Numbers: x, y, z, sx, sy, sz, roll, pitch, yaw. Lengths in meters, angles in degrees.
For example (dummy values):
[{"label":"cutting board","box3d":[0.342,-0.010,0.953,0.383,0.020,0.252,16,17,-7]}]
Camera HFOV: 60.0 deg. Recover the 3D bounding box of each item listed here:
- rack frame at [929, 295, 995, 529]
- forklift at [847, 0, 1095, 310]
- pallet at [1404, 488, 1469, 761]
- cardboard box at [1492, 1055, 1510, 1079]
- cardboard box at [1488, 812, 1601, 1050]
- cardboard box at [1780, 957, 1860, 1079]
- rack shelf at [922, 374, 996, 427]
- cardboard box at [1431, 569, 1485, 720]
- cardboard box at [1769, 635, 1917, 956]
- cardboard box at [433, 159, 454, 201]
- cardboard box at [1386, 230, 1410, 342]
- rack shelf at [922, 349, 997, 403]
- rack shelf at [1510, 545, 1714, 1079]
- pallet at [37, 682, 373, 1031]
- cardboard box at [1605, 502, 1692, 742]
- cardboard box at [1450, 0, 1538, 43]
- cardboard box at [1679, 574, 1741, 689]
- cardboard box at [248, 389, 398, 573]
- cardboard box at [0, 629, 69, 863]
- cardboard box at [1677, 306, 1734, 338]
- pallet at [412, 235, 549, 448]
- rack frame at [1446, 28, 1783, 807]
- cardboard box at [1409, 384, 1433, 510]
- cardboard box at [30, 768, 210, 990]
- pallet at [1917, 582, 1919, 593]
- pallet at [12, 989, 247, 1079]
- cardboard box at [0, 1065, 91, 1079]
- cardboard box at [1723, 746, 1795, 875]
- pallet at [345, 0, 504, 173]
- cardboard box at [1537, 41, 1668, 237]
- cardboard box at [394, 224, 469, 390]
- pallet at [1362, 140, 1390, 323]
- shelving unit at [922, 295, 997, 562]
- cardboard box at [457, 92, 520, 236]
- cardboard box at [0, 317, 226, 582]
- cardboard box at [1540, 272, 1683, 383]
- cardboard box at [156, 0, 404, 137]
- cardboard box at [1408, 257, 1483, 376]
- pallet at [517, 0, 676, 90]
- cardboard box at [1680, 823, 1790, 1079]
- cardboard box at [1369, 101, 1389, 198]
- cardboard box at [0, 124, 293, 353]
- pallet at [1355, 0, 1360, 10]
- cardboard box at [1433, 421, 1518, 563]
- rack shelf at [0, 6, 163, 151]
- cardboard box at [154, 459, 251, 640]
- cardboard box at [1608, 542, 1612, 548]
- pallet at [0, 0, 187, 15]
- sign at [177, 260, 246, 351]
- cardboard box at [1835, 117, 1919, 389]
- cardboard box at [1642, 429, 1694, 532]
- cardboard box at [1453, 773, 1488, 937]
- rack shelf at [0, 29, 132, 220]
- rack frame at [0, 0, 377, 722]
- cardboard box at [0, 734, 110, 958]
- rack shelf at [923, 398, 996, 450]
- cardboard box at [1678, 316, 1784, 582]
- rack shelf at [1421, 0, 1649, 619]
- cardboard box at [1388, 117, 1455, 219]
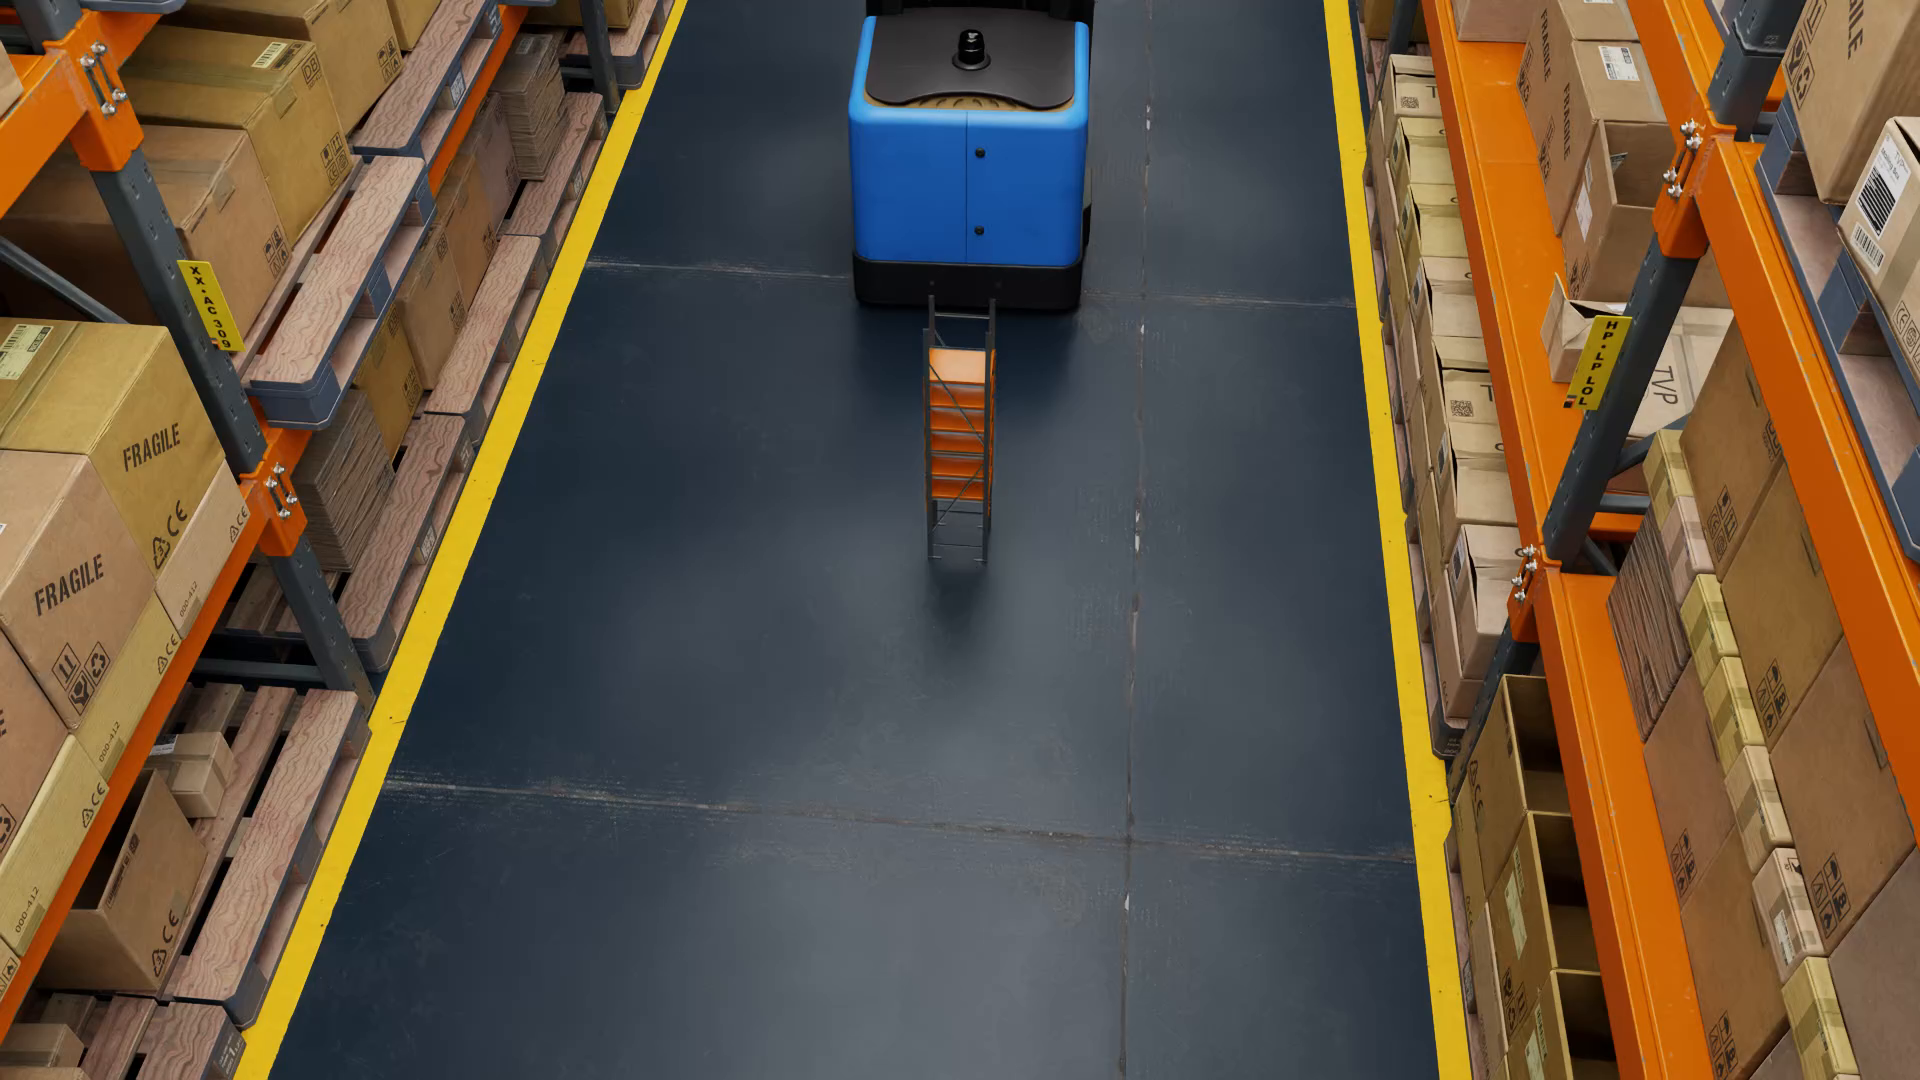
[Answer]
[{"label":"rack frame","box3d":[0.007,-0.462,6.385,0.240,1.200,0.006,4,48,4]},{"label":"forklift","box3d":[0.109,-3.132,7.654,1.130,2.935,3.031,2,48,2]},{"label":"pallet","box3d":[2.273,0.320,6.340,1.003,0.211,1.213,4,48,4]},{"label":"cardboard box","box3d":[1.799,1.764,4.709,0.500,0.250,0.500,4,48,4]},{"label":"cardboard box","box3d":[1.853,1.144,4.768,0.500,0.500,0.500,4,48,4]},{"label":"cardboard box","box3d":[1.890,0.993,3.327,0.380,0.149,0.250,4,48,3]},{"label":"rack shelf","box3d":[-0.001,-0.526,6.179,0.258,0.103,0.180,4,48,4]},{"label":"cardboard box","box3d":[1.994,0.385,5.970,0.500,0.250,0.500,3,48,3]},{"label":"cardboard box","box3d":[2.120,0.517,3.323,0.700,0.500,0.500,4,48,4]},{"label":"cardboard box","box3d":[-2.494,-1.579,7.075,0.500,0.250,0.500,4,48,3]},{"label":"cardboard box","box3d":[2.183,-1.113,7.340,0.500,0.250,0.500,3,48,2]},{"label":"rack shelf","box3d":[-0.001,-0.607,6.091,0.258,0.103,0.180,4,48,4]},{"label":"rack shelf","box3d":[2.063,1.635,3.735,1.077,0.370,4.000,4,48,4]},{"label":"pallet","box3d":[-2.714,1.030,5.691,1.003,0.211,1.213,4,48,4]},{"label":"cardboard box","box3d":[2.211,0.216,4.478,0.700,0.500,0.500,3,48,3]},{"label":"cardboard box","box3d":[2.335,-2.342,6.946,0.500,0.311,0.500,3,48,3]},{"label":"cardboard box","box3d":[1.983,0.229,4.026,0.380,0.149,0.250,3,48,3]},{"label":"cardboard box","box3d":[-2.638,-0.254,6.372,0.700,0.500,0.500,5,48,5]},{"label":"cardboard box","box3d":[-2.520,0.488,3.877,0.500,0.500,0.500,3,48,2]},{"label":"cardboard box","box3d":[2.529,-0.630,5.489,0.380,0.149,0.250,4,48,4]},{"label":"pallet","box3d":[-2.510,-0.937,7.490,1.003,0.211,1.213,4,48,4]},{"label":"rack frame","box3d":[2.245,-0.077,4.814,1.000,3.000,0.127,4,48,4]},{"label":"cardboard box","box3d":[2.088,-0.362,6.653,0.500,0.250,0.500,5,48,4]},{"label":"cardboard box","box3d":[-2.743,1.053,5.176,0.500,0.500,0.500,1,48,1]},{"label":"pallet","box3d":[2.079,0.463,2.347,1.003,0.211,1.213,4,48,4]},{"label":"pallet","box3d":[-2.823,1.929,4.869,1.003,0.211,1.213,4,48,4]},{"label":"cardboard box","box3d":[-2.732,1.770,4.520,0.700,0.500,0.500,1,48,1]},{"label":"cardboard box","box3d":[1.936,0.606,3.682,0.380,0.149,0.250,2,48,2]},{"label":"pallet","box3d":[-2.463,-1.825,6.542,1.003,0.211,1.213,4,48,4]},{"label":"cardboard box","box3d":[2.425,-1.429,5.983,0.500,0.500,0.500,4,48,4]},{"label":"cardboard box","box3d":[-2.554,-1.010,7.062,0.700,0.500,0.500,4,48,4]},{"label":"pallet","box3d":[2.496,-1.473,7.980,1.003,0.211,1.213,4,48,4]},{"label":"shelving unit","box3d":[-0.001,-0.394,6.323,0.258,1.200,0.189,4,48,4]},{"label":"cardboard box","box3d":[-2.500,-1.748,7.738,0.700,0.500,0.500,4,48,3]},{"label":"cardboard box","box3d":[-2.424,-0.248,4.550,0.500,0.500,0.500,4,48,3]},{"label":"cardboard box","box3d":[2.142,-0.690,5.465,0.396,0.266,0.258,3,48,3]},{"label":"cardboard box","box3d":[-2.521,-1.857,6.076,0.700,0.500,0.500,10,48,9]},{"label":"cardboard box","box3d":[2.135,-0.915,6.779,0.500,0.311,0.500,3,48,3]},{"label":"pallet","box3d":[-2.177,-2.980,9.358,1.003,0.211,1.213,4,48,4]},{"label":"cardboard box","box3d":[2.120,0.972,3.786,0.700,0.500,0.500,5,48,4]},{"label":"cardboard box","box3d":[2.269,-1.865,8.028,0.500,0.250,0.500,4,48,3]},{"label":"cardboard box","box3d":[-2.608,-0.961,5.256,0.700,0.500,0.500,4,48,4]},{"label":"pallet","box3d":[2.829,-3.515,9.848,1.003,0.211,1.213,4,48,4]},{"label":"cardboard box","box3d":[2.038,-0.180,6.106,0.500,0.311,0.500,5,48,5]},{"label":"rack shelf","box3d":[-2.506,-2.647,5.619,1.077,0.370,4.000,4,48,4]},{"label":"cardboard box","box3d":[-2.430,0.005,4.827,0.500,0.250,0.500,4,48,4]},{"label":"cardboard box","box3d":[2.582,-0.134,6.065,0.500,0.311,0.500,3,48,3]},{"label":"pallet","box3d":[-2.526,-1.803,4.487,1.213,0.211,1.003,4,48,4]},{"label":"sign","box3d":[-2.147,-0.669,4.768,0.100,0.325,0.005,4,48,4]},{"label":"cardboard box","box3d":[1.887,-0.499,2.848,0.500,0.311,0.500,2,48,1]},{"label":"cardboard box","box3d":[2.028,-0.145,4.369,0.380,0.149,0.250,4,48,3]},{"label":"cardboard box","box3d":[1.901,1.030,5.380,0.500,0.250,0.500,4,48,4]},{"label":"rack shelf","box3d":[-2.871,0.293,2.930,1.077,0.370,4.000,4,48,4]},{"label":"rack frame","box3d":[-2.688,-0.407,5.116,1.000,3.000,0.127,4,48,4]},{"label":"cardboard box","box3d":[-2.514,0.741,4.153,0.500,0.250,0.500,4,48,3]},{"label":"rack shelf","box3d":[-0.001,-0.445,6.268,0.258,0.103,0.180,4,48,4]},{"label":"cardboard box","box3d":[2.211,-0.222,3.999,0.700,0.500,0.500,4,48,4]},{"label":"rack shelf","box3d":[2.427,-1.304,6.423,1.077,0.370,4.000,4,48,4]},{"label":"cardboard box","box3d":[2.230,-1.668,7.467,0.500,0.311,0.500,3,48,3]}]
